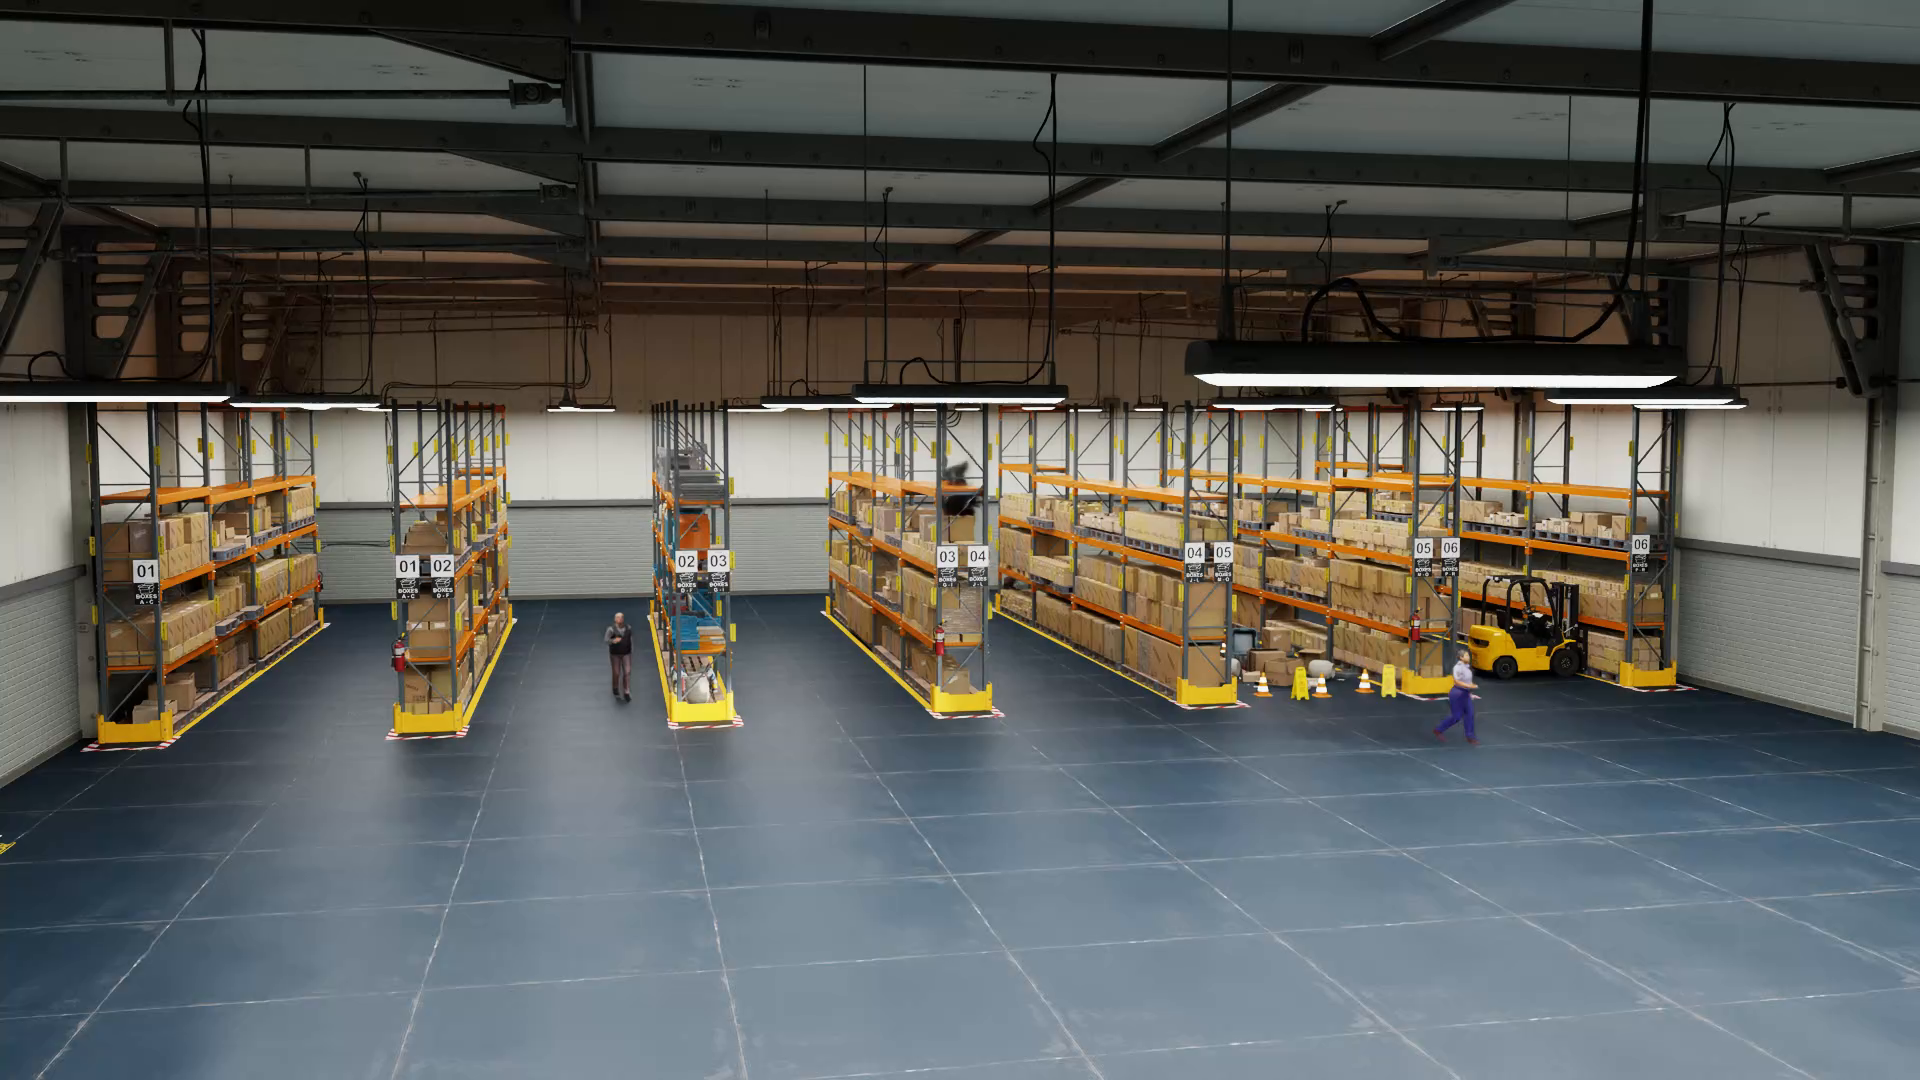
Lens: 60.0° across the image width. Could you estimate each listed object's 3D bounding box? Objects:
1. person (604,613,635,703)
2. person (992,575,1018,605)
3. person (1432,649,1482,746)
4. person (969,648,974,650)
[{"bbox_3d":[-6.807,2.332,33.350,0.650,1.755,0.826,-2,5,-21],"label":"person"},{"bbox_3d":[1.457,1.075,49.837,1.130,1.731,0.723,-1,4,-11],"label":"person"},{"bbox_3d":[8.661,2.729,28.878,0.829,1.678,0.624,3,5,32],"label":"person"},{"bbox_3d":[0.207,1.863,40.607,0.609,1.628,0.584,-2,5,-22],"label":"person"}]
